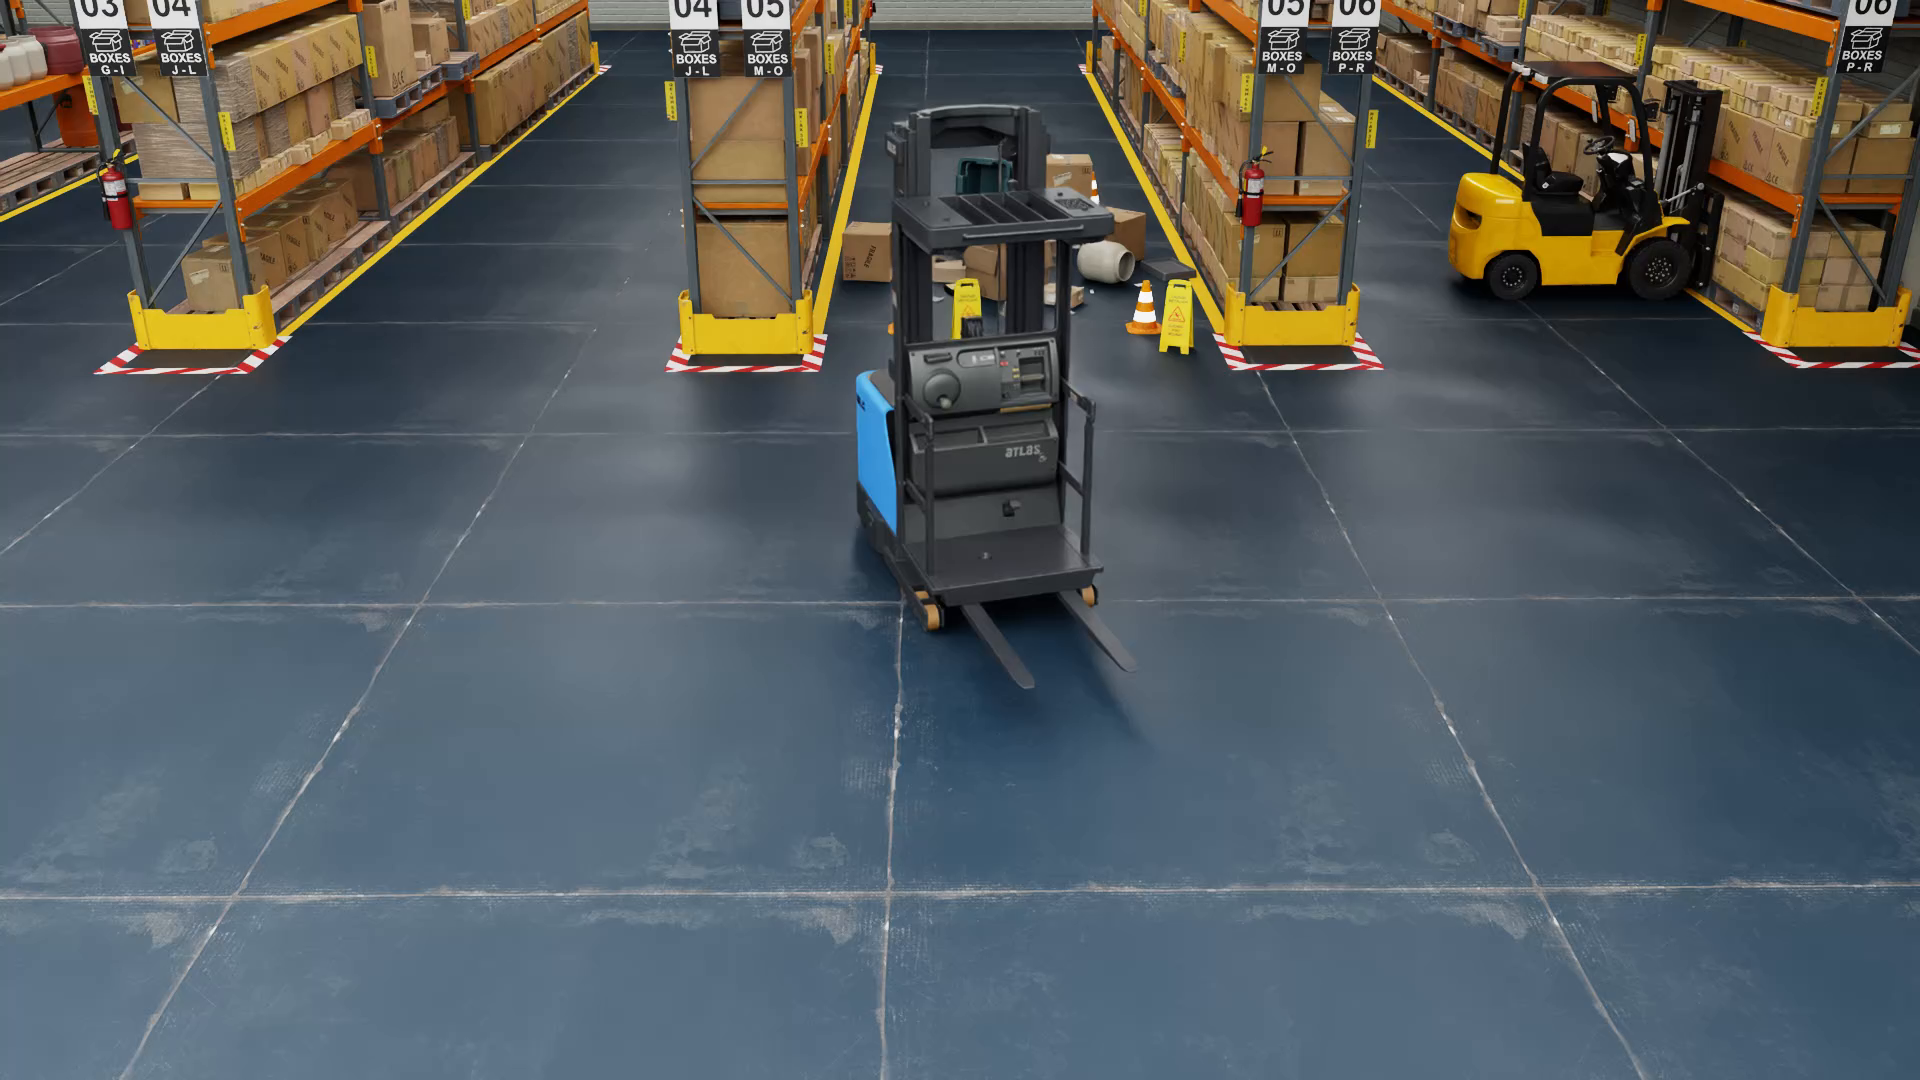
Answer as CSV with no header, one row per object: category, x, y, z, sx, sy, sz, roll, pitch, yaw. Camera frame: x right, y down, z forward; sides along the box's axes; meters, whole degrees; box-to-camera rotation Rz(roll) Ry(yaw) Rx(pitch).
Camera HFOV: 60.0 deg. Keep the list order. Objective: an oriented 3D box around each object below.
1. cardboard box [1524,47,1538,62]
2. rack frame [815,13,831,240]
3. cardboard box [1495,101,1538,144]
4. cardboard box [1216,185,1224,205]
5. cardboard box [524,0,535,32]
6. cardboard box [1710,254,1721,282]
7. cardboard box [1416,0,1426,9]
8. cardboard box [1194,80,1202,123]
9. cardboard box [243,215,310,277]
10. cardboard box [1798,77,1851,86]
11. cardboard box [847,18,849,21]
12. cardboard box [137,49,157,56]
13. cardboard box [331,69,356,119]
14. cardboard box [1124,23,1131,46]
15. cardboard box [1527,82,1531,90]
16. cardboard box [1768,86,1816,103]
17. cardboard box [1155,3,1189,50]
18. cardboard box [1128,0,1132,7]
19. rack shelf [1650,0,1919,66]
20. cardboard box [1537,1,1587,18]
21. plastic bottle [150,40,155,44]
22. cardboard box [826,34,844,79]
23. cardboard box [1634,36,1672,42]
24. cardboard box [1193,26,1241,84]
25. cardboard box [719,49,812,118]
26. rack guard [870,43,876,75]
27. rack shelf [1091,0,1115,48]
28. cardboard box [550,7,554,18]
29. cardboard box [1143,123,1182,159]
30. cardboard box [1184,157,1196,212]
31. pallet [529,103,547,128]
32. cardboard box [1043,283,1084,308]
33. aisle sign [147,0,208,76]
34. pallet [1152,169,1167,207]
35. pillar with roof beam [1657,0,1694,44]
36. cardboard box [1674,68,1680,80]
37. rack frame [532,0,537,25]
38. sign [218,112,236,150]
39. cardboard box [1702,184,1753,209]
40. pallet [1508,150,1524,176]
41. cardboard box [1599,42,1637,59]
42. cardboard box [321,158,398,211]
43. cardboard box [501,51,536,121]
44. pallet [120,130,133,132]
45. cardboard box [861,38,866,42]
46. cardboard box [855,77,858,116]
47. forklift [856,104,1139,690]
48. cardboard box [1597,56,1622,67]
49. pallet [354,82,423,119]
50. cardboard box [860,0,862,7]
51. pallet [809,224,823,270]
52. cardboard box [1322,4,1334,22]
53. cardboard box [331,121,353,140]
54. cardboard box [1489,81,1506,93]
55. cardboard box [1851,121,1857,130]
cardboard box,7.666,-6.247,21.605,0.500,0.250,0.500,0,24,0
rack frame,-1.963,-4.763,18.142,1.000,3.000,0.127,0,24,-1
cardboard box,7.686,-5.725,22.792,0.500,0.500,0.500,0,24,1
cardboard box,2.689,-3.338,16.121,0.380,0.149,0.250,0,24,0
cardboard box,-6.733,-7.933,25.030,0.500,0.500,0.500,0,24,0
cardboard box,7.680,-2.745,16.506,0.500,0.250,0.500,0,24,0
cardboard box,7.592,-8.630,26.513,0.500,0.250,0.500,0,24,0
cardboard box,2.741,-4.619,17.341,0.500,0.500,0.500,0,24,-1
cardboard box,-6.899,-2.949,16.653,0.500,0.500,0.500,2,24,4
cardboard box,8.297,-4.355,15.969,0.380,0.149,0.250,-1,24,-2
cardboard box,-1.843,-7.764,24.573,0.380,0.149,0.250,0,24,-1
cardboard box,-7.144,-4.203,15.207,0.500,0.500,0.500,0,24,-1
cardboard box,-6.980,-4.778,17.693,0.875,0.500,0.500,0,24,-1
cardboard box,2.633,-7.243,23.806,0.500,0.250,0.500,-1,24,-1
cardboard box,8.243,-6.388,23.470,0.380,0.149,0.250,-1,24,-3
cardboard box,7.786,-4.138,15.491,0.380,0.149,0.250,0,24,0
cardboard box,2.729,-6.447,20.872,0.500,0.500,0.500,1,24,2
cardboard box,2.664,-7.813,23.551,0.500,0.500,0.500,-1,24,-1
rack shelf,7.971,-5.066,16.044,1.077,0.370,4.000,0,24,-1
cardboard box,8.056,-6.949,22.344,0.500,0.500,0.500,1,24,2
plastic bottle,-11.574,-7.238,23.756,0.061,0.283,0.133,0,24,-1
cardboard box,-1.729,-6.067,20.904,0.500,0.500,0.500,0,24,-1
cardboard box,8.199,-5.864,19.667,0.380,0.149,0.250,0,24,-1
cardboard box,2.736,-4.864,16.669,0.700,0.500,0.500,-1,24,-2
cardboard box,-1.853,-4.286,15.595,0.875,0.550,0.550,0,24,-1
rack guard,-2.093,-8.538,29.521,1.175,0.500,0.348,0,24,-1
rack shelf,2.877,-8.620,27.543,1.077,0.370,4.000,0,24,-1
cardboard box,-6.692,-8.413,26.517,0.380,0.149,0.250,-1,24,-2
cardboard box,2.939,-5.237,21.868,0.950,0.372,0.625,-2,24,-4
cardboard box,2.722,-3.863,18.069,0.500,0.500,0.500,1,24,2
pallet,-6.927,-6.491,25.346,1.003,0.211,1.213,0,24,-1
cardboard box,0.995,-2.411,16.400,0.380,0.149,0.250,13,27,27
aisle sign,-6.579,-4.295,13.952,0.394,0.787,0.004,0,24,-1
pallet,2.960,-4.382,20.682,1.003,0.211,1.213,0,24,-1
pillar with roof beam,4.516,-8.680,19.523,9.100,9.000,0.400,0,24,-1
cardboard box,7.725,-4.846,17.416,0.380,0.149,0.250,0,24,-1
rack frame,-7.011,-8.079,25.474,1.000,3.000,0.127,0,24,-1
sign,-6.337,-3.532,14.368,0.100,0.325,0.005,0,24,-1
cardboard box,7.651,-3.413,16.769,0.500,0.250,0.500,-1,24,-2
pallet,7.876,-4.890,21.805,1.003,0.211,1.213,0,24,-1
cardboard box,7.617,-5.647,19.188,0.380,0.149,0.250,-1,24,-2
cardboard box,-6.909,-4.097,19.169,0.700,0.500,0.500,-2,24,-5
cardboard box,-6.973,-6.671,24.428,1.225,0.875,0.875,-1,24,-2
pallet,-11.980,-5.964,24.181,1.003,0.211,1.213,0,24,-1
cardboard box,-1.834,-8.655,28.974,0.380,0.149,0.250,0,24,0
cardboard box,-1.785,-6.597,24.720,0.500,0.500,0.500,-1,24,-2
forklift,0.213,-0.969,9.835,1.130,2.935,3.031,-7,25,-16
cardboard box,7.675,-5.424,19.178,0.500,0.250,0.500,-1,24,-2
pallet,-6.786,-5.011,18.922,1.003,0.211,1.213,0,24,-1
cardboard box,-1.816,-8.650,26.254,0.500,0.500,0.500,0,24,-1
pallet,-2.033,-3.179,18.023,1.003,0.211,1.213,0,24,-1
cardboard box,3.351,-4.570,14.378,0.380,0.149,0.250,0,24,-1
cardboard box,-6.577,-4.272,17.361,0.380,0.149,0.250,0,24,-1
cardboard box,7.697,-6.380,23.453,0.380,0.149,0.250,0,24,1
cardboard box,8.182,-3.786,15.074,0.380,0.149,0.250,0,24,-1
